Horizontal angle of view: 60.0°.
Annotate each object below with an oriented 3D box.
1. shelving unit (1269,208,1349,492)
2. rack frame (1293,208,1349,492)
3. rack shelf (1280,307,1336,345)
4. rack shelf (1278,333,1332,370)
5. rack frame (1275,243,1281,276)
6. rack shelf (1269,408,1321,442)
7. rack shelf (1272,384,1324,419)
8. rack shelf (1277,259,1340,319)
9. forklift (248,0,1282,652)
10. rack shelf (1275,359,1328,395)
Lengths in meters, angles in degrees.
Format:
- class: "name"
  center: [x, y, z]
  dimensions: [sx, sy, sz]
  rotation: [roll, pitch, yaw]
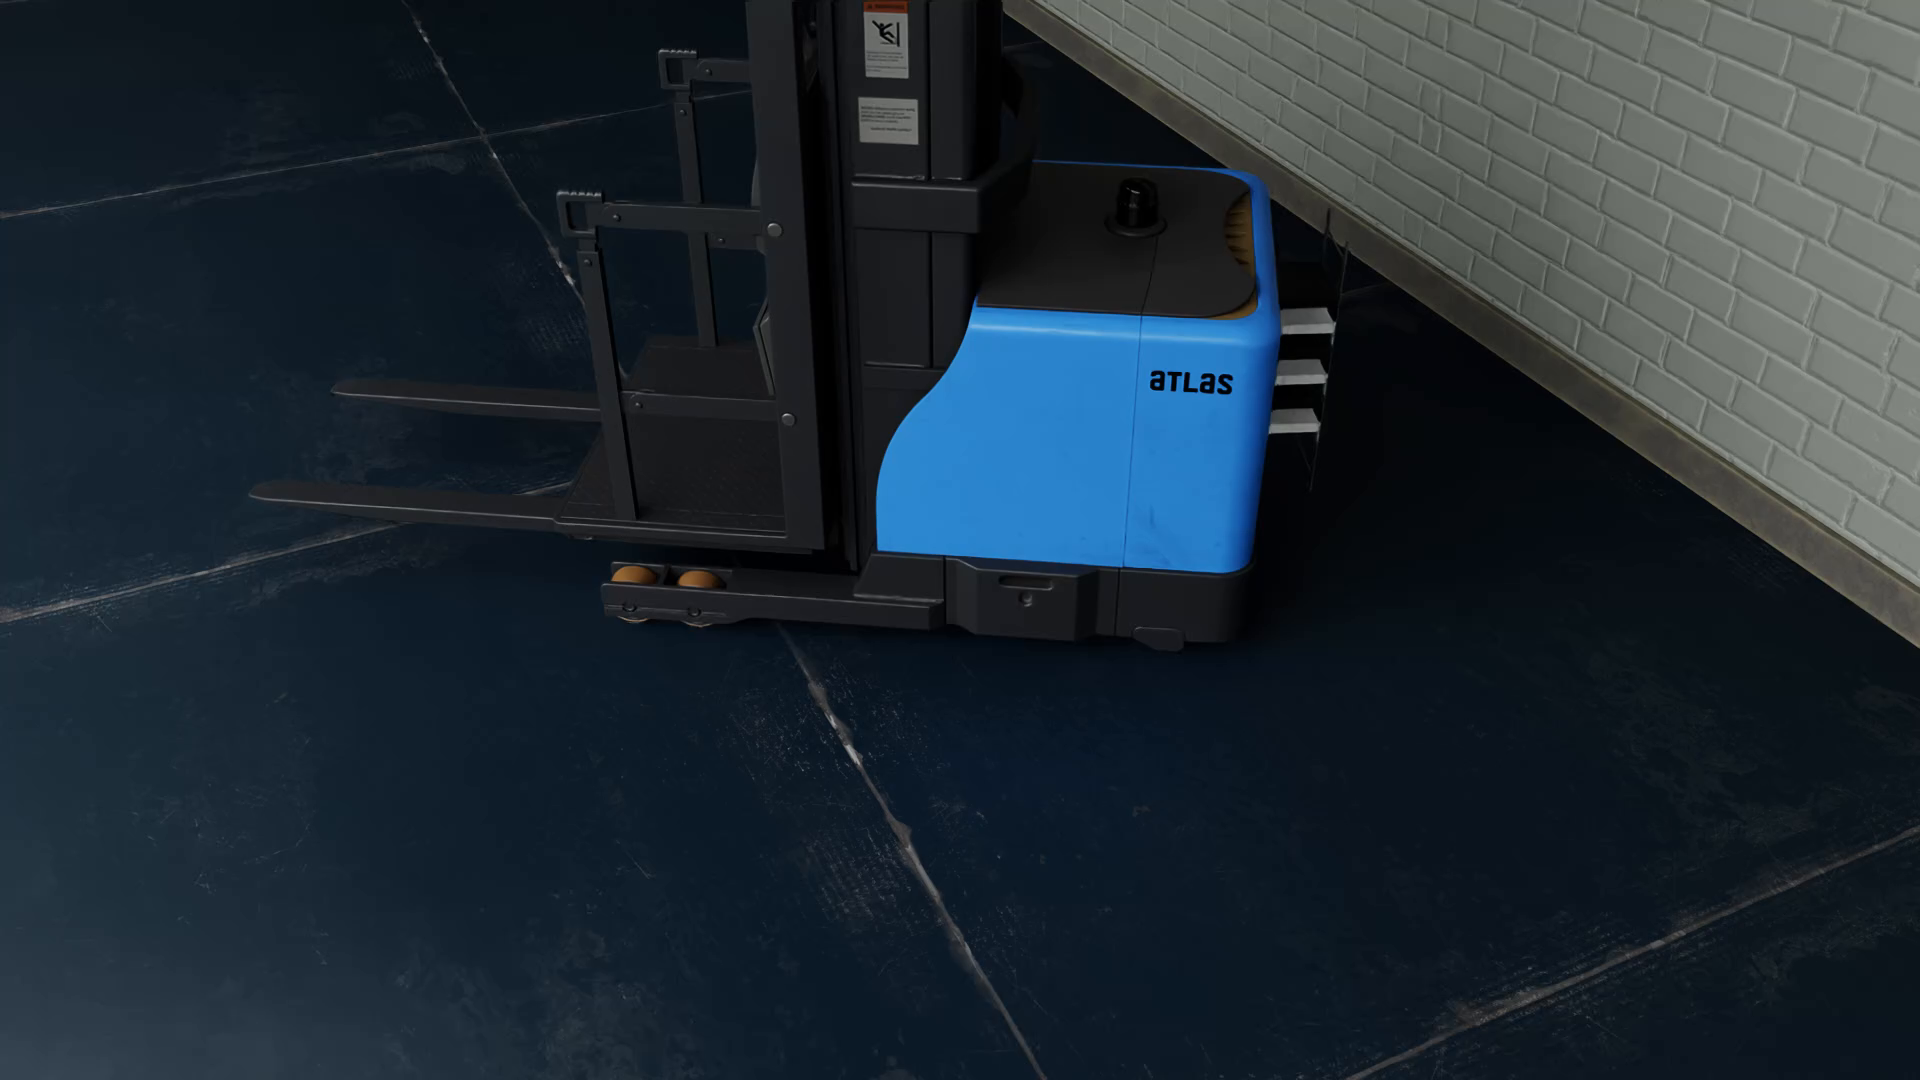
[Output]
- class: "shelving unit"
  center: [1.041, -0.585, 5.283]
  dimensions: [0.210, 0.900, 0.258]
  rotation: [-2, 37, -3]
- class: "rack frame"
  center: [1.143, -0.589, 5.288]
  dimensions: [0.006, 0.900, 0.240]
  rotation: [-2, 37, -3]
- class: "rack shelf"
  center: [1.041, -0.703, 5.196]
  dimensions: [0.200, 0.077, 0.258]
  rotation: [-2, 37, -3]
- class: "rack shelf"
  center: [1.041, -0.631, 5.250]
  dimensions: [0.200, 0.077, 0.258]
  rotation: [-2, 37, -3]
- class: "rack frame"
  center: [0.940, -0.581, 5.278]
  dimensions: [0.006, 0.900, 0.240]
  rotation: [-2, 37, -3]
- class: "rack shelf"
  center: [1.041, -0.414, 5.411]
  dimensions: [0.200, 0.077, 0.258]
  rotation: [-2, 37, -3]
- class: "rack shelf"
  center: [1.041, -0.486, 5.357]
  dimensions: [0.200, 0.077, 0.258]
  rotation: [-2, 37, -3]
- class: "rack shelf"
  center: [1.041, -0.775, 5.142]
  dimensions: [0.200, 0.077, 0.258]
  rotation: [-2, 37, -3]
- class: "forklift"
  center: [-0.626, -1.230, 4.448]
  dimensions: [3.031, 2.935, 1.130]
  rotation: [4, 37, 5]
- class: "rack shelf"
  center: [1.041, -0.558, 5.303]
  dimensions: [0.200, 0.077, 0.258]
  rotation: [-2, 37, -3]
